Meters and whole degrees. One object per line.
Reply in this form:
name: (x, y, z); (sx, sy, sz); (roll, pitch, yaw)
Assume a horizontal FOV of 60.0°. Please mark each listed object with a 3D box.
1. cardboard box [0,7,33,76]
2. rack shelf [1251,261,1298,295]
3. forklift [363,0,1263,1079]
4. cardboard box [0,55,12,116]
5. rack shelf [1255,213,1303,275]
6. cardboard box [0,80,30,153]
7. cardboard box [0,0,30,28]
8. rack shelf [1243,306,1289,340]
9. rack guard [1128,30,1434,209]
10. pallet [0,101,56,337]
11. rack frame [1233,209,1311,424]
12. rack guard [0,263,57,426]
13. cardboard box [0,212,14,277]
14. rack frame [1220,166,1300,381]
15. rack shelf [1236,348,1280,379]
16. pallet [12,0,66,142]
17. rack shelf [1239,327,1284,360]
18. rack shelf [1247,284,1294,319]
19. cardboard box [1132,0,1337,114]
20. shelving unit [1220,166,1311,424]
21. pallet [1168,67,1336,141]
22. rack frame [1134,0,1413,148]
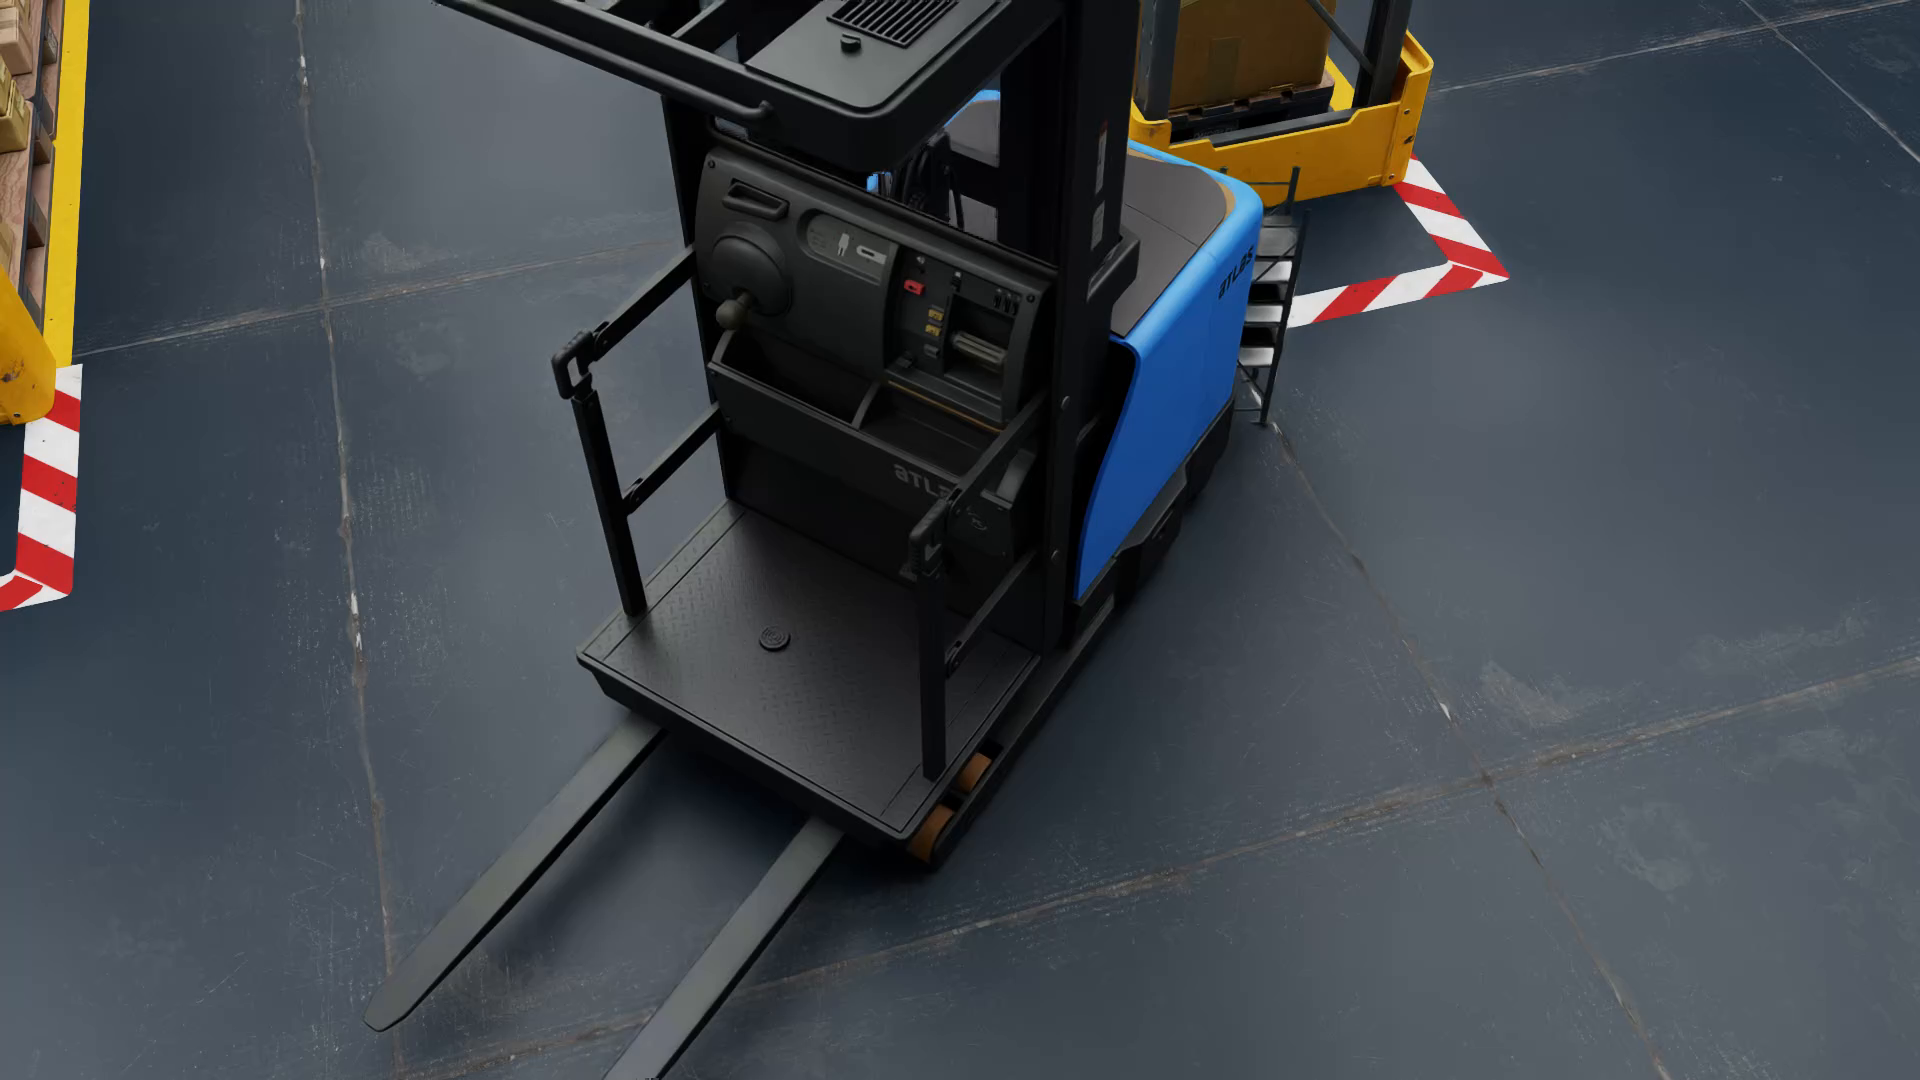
cardboard box: (-3.854, -1.919, 6.496); (0.380, 0.149, 0.250); (-16, 52, -13)
rack shelf: (0.908, -0.853, 5.186); (0.258, 0.077, 0.200); (-1, 50, -1)
forklift: (-0.342, -0.489, 3.746); (1.130, 2.935, 3.031); (26, 55, 20)
cardboard box: (-3.707, -1.654, 6.078); (0.380, 0.149, 0.250); (-12, 51, -10)
rack shelf: (0.908, -0.911, 5.117); (0.258, 0.077, 0.200); (-1, 50, -1)
cardboard box: (-3.697, -1.553, 6.187); (0.380, 0.149, 0.250); (-13, 51, -11)
cardboard box: (-3.961, -2.116, 6.662); (0.380, 0.149, 0.250); (-13, 51, -11)
rack shelf: (0.906, -0.737, 5.324); (0.258, 0.077, 0.200); (-1, 50, -1)
rack guard: (1.134, -1.542, 6.223); (1.175, 0.500, 0.348); (-13, 51, -11)
pallet: (-3.870, -1.075, 6.019); (1.003, 0.211, 1.213); (-13, 51, -11)
rack frame: (0.909, -0.681, 5.233); (0.240, 0.900, 0.006); (-1, 50, -1)
rack guard: (-3.664, -0.567, 5.401); (1.175, 0.500, 0.348); (-13, 51, -11)
cardboard box: (-3.490, -0.989, 5.712); (0.380, 0.149, 0.250); (-12, 51, -10)
rack frame: (0.904, -0.837, 5.364); (0.240, 0.900, 0.006); (-1, 50, -1)
rack shelf: (0.905, -0.622, 5.462); (0.258, 0.077, 0.200); (-1, 50, -1)
pallet: (-4.227, -1.965, 6.768); (1.003, 0.211, 1.213); (-13, 51, -11)
rack shelf: (0.905, -0.680, 5.393); (0.258, 0.077, 0.200); (-1, 50, -1)
rack shelf: (0.907, -0.795, 5.255); (0.258, 0.077, 0.200); (-1, 50, -1)
cardboard box: (0.861, -2.265, 6.312); (0.875, 0.875, 0.875); (-13, 51, -11)
shelving unit: (0.906, -0.759, 5.298); (0.258, 0.900, 0.210); (-1, 50, -1)
pallet: (0.816, -2.032, 6.825); (1.003, 0.211, 1.213); (-13, 51, -11)
rack frame: (1.127, -2.365, 5.282); (1.000, 3.000, 0.127); (-13, 51, -11)
